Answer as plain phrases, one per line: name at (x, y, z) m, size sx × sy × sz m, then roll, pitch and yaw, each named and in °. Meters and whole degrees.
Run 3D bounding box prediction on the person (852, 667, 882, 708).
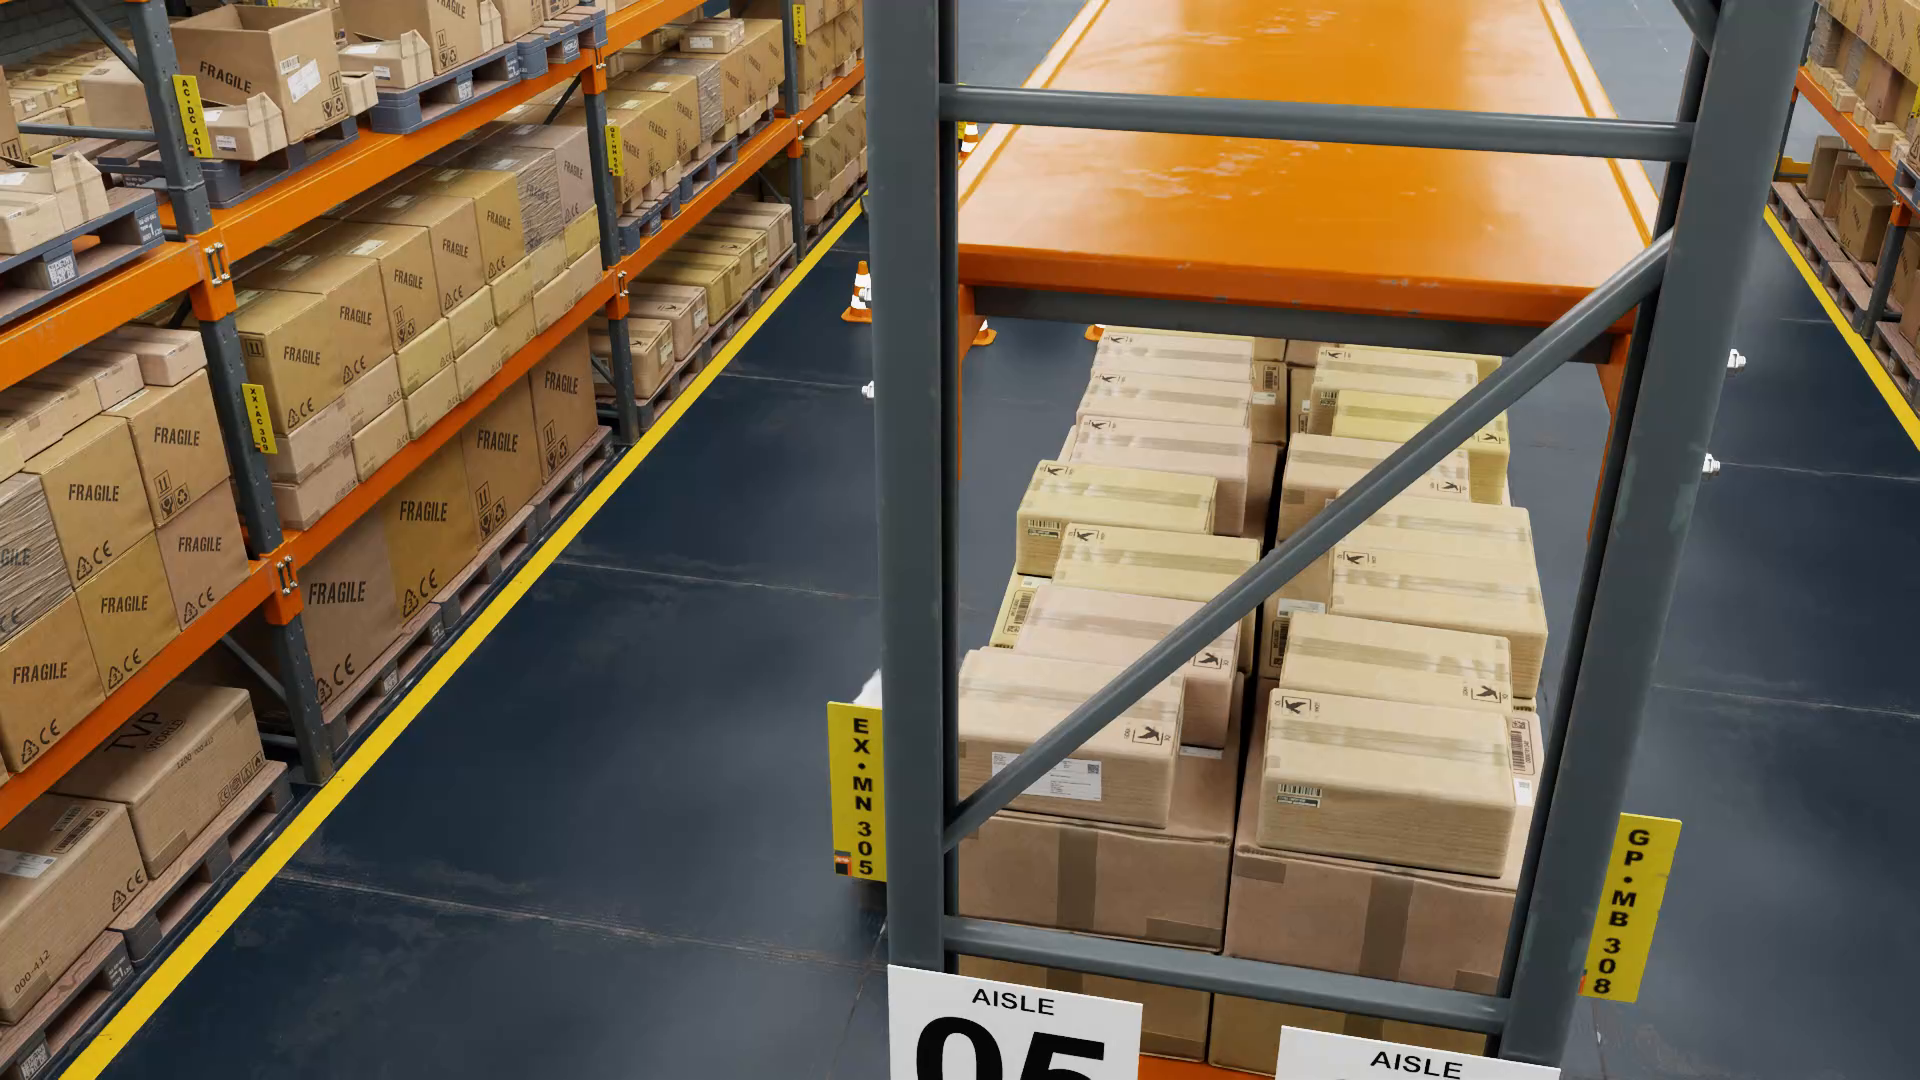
person at (-0.226, 1.020, 7.513) m, size 0.527 × 1.017 × 0.948 m, roll 5°, pitch 29°, yaw 9°
